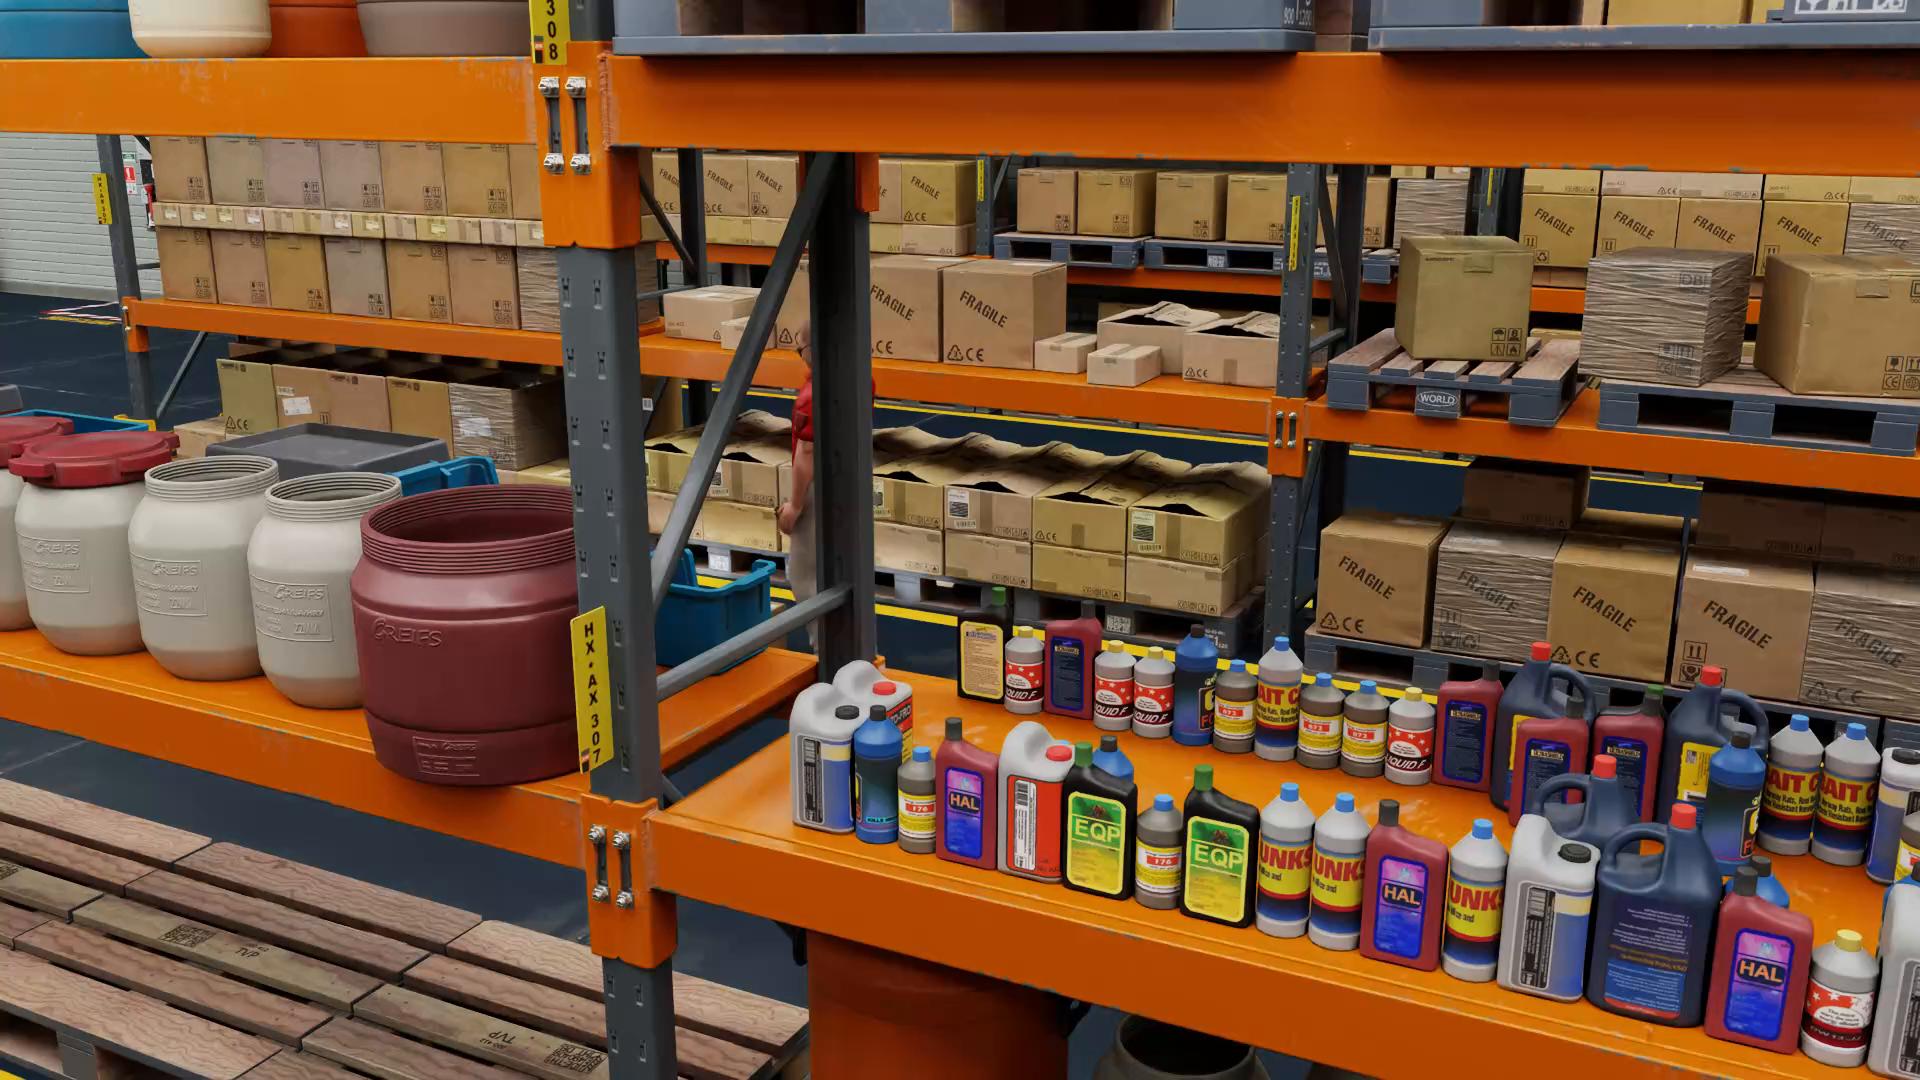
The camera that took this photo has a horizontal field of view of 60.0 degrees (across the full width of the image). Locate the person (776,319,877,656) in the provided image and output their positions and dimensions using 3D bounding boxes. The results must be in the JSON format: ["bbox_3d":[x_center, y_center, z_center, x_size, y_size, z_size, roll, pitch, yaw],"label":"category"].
[{"bbox_3d":[-0.614,-0.181,7.746,0.362,1.716,0.536,8,18,27],"label":"person"}]
